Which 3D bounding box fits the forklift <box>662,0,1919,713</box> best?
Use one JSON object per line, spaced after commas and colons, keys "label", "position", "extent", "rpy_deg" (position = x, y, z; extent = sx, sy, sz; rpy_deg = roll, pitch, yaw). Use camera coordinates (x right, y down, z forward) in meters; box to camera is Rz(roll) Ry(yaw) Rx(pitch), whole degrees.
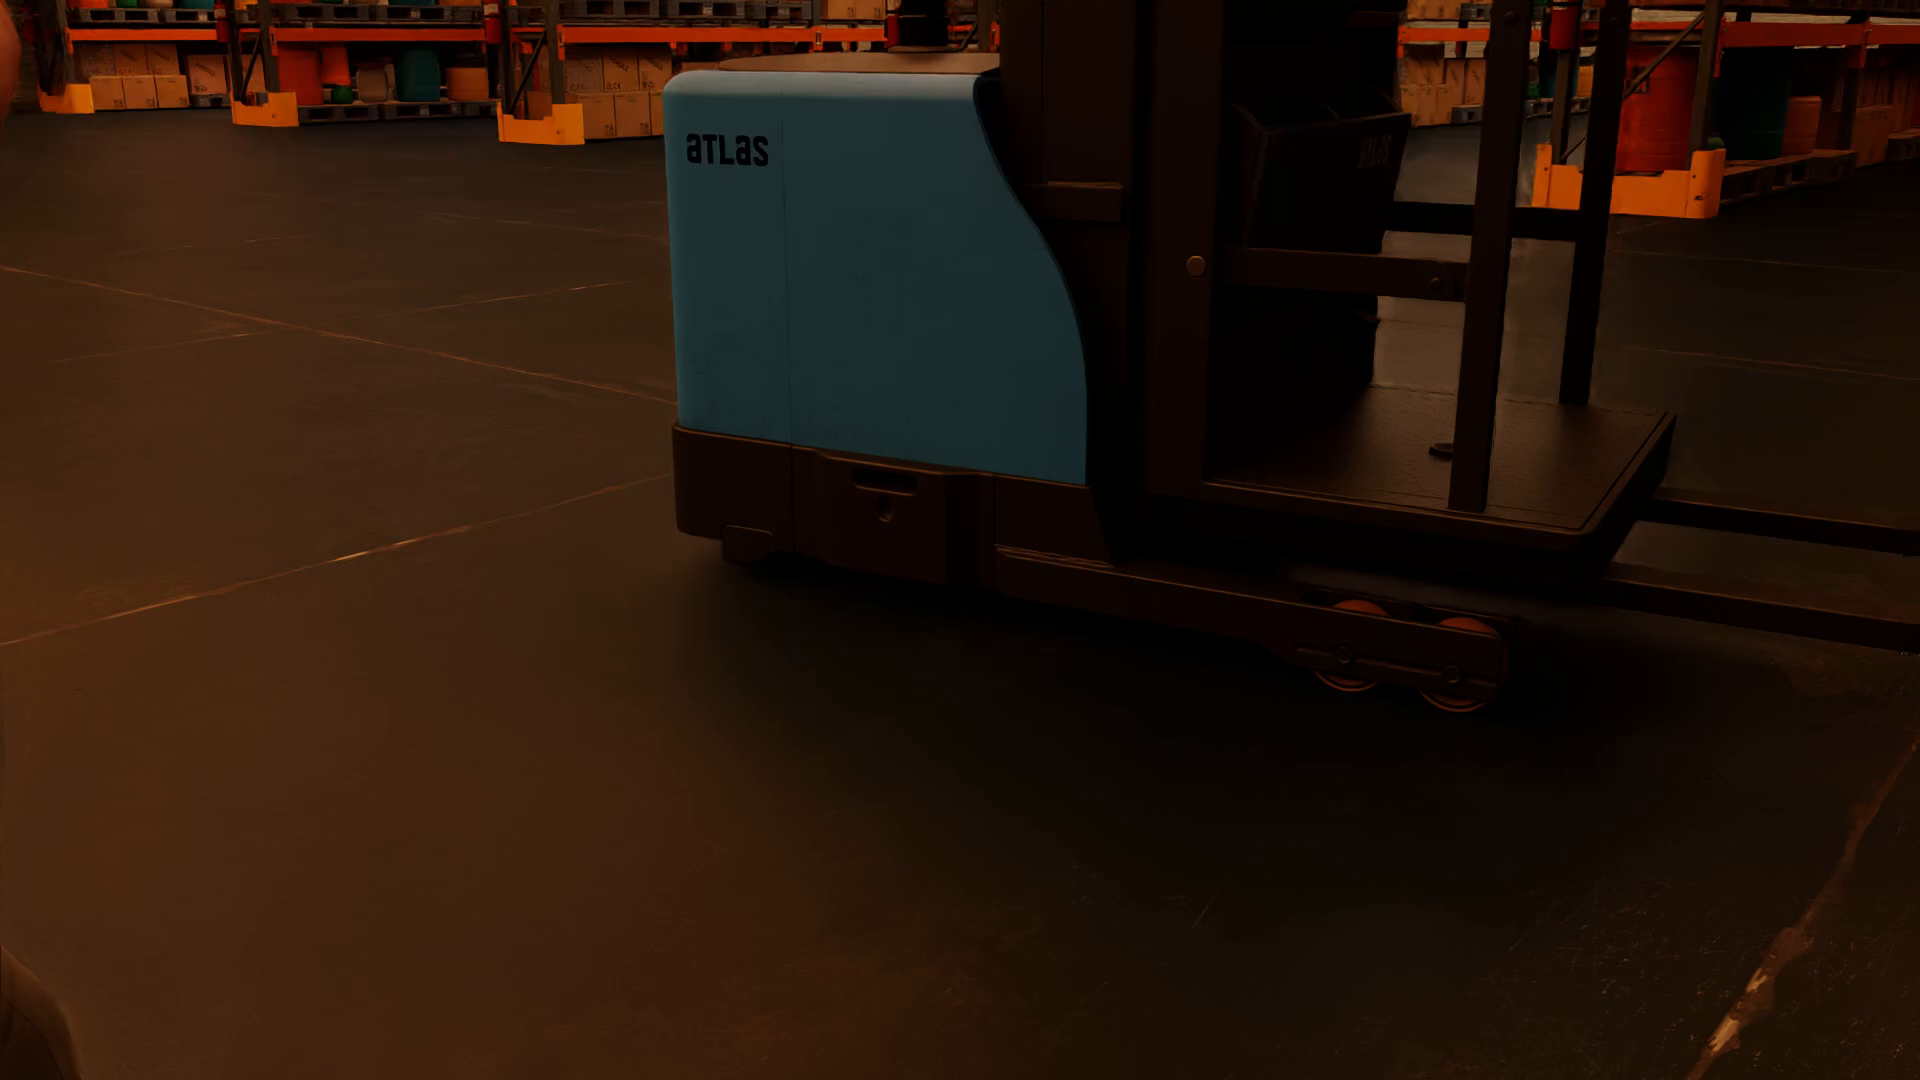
{"label": "forklift", "position": [0.889, -1.273, 3.090], "extent": [3.031, 2.935, 1.130], "rpy_deg": [9, 19, 28]}
